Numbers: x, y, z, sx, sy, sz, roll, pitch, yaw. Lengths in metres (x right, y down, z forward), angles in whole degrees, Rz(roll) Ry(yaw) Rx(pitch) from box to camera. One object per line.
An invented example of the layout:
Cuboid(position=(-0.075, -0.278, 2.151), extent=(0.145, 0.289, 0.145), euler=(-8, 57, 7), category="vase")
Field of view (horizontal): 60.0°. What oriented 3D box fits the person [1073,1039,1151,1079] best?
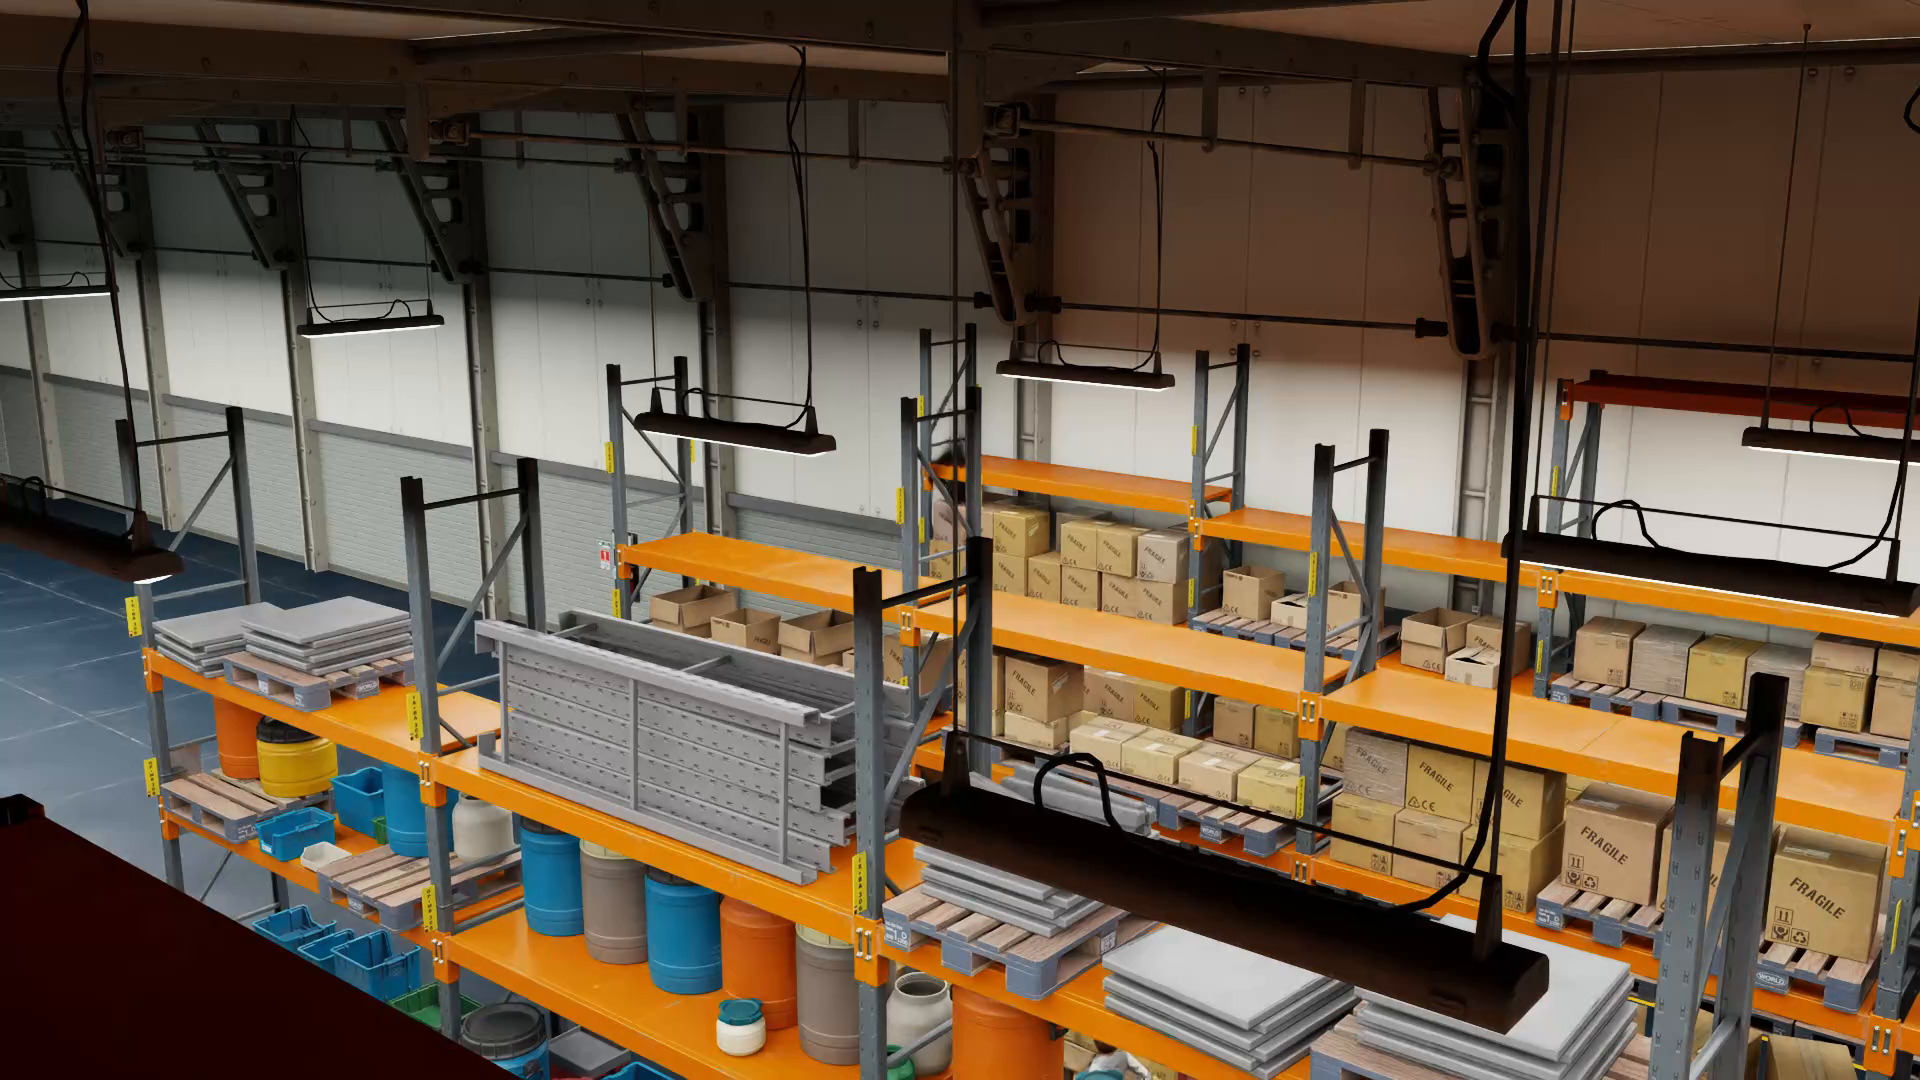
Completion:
Cuboid(position=(1.154, 4.482, 12.751), extent=(0.705, 1.642, 0.515), euler=(8, 15, 33), category="person")
